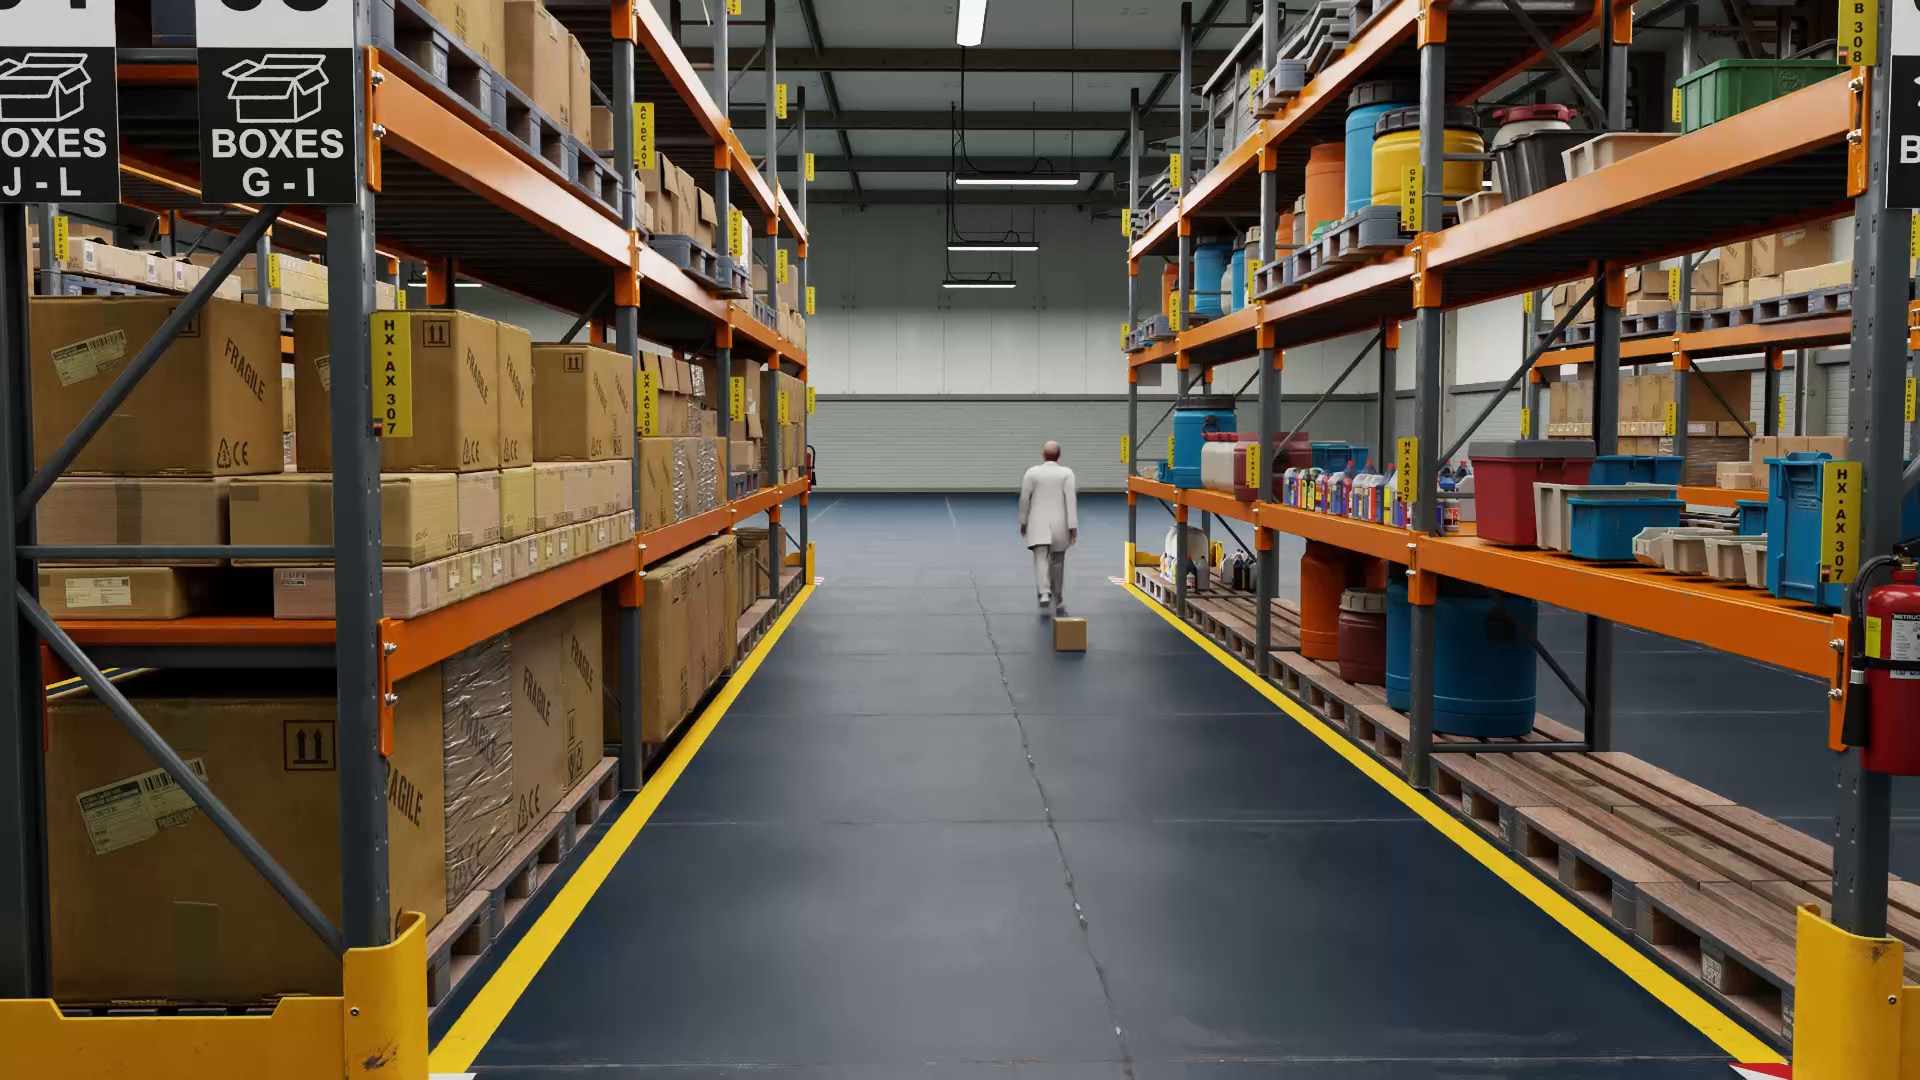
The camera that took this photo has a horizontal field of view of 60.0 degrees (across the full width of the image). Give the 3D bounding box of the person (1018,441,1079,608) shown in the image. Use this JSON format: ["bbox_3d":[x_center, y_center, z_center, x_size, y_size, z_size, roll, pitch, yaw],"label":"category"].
[{"bbox_3d":[0.908,-0.153,17.102,0.609,1.733,1.102,0,4,1],"label":"person"}]
